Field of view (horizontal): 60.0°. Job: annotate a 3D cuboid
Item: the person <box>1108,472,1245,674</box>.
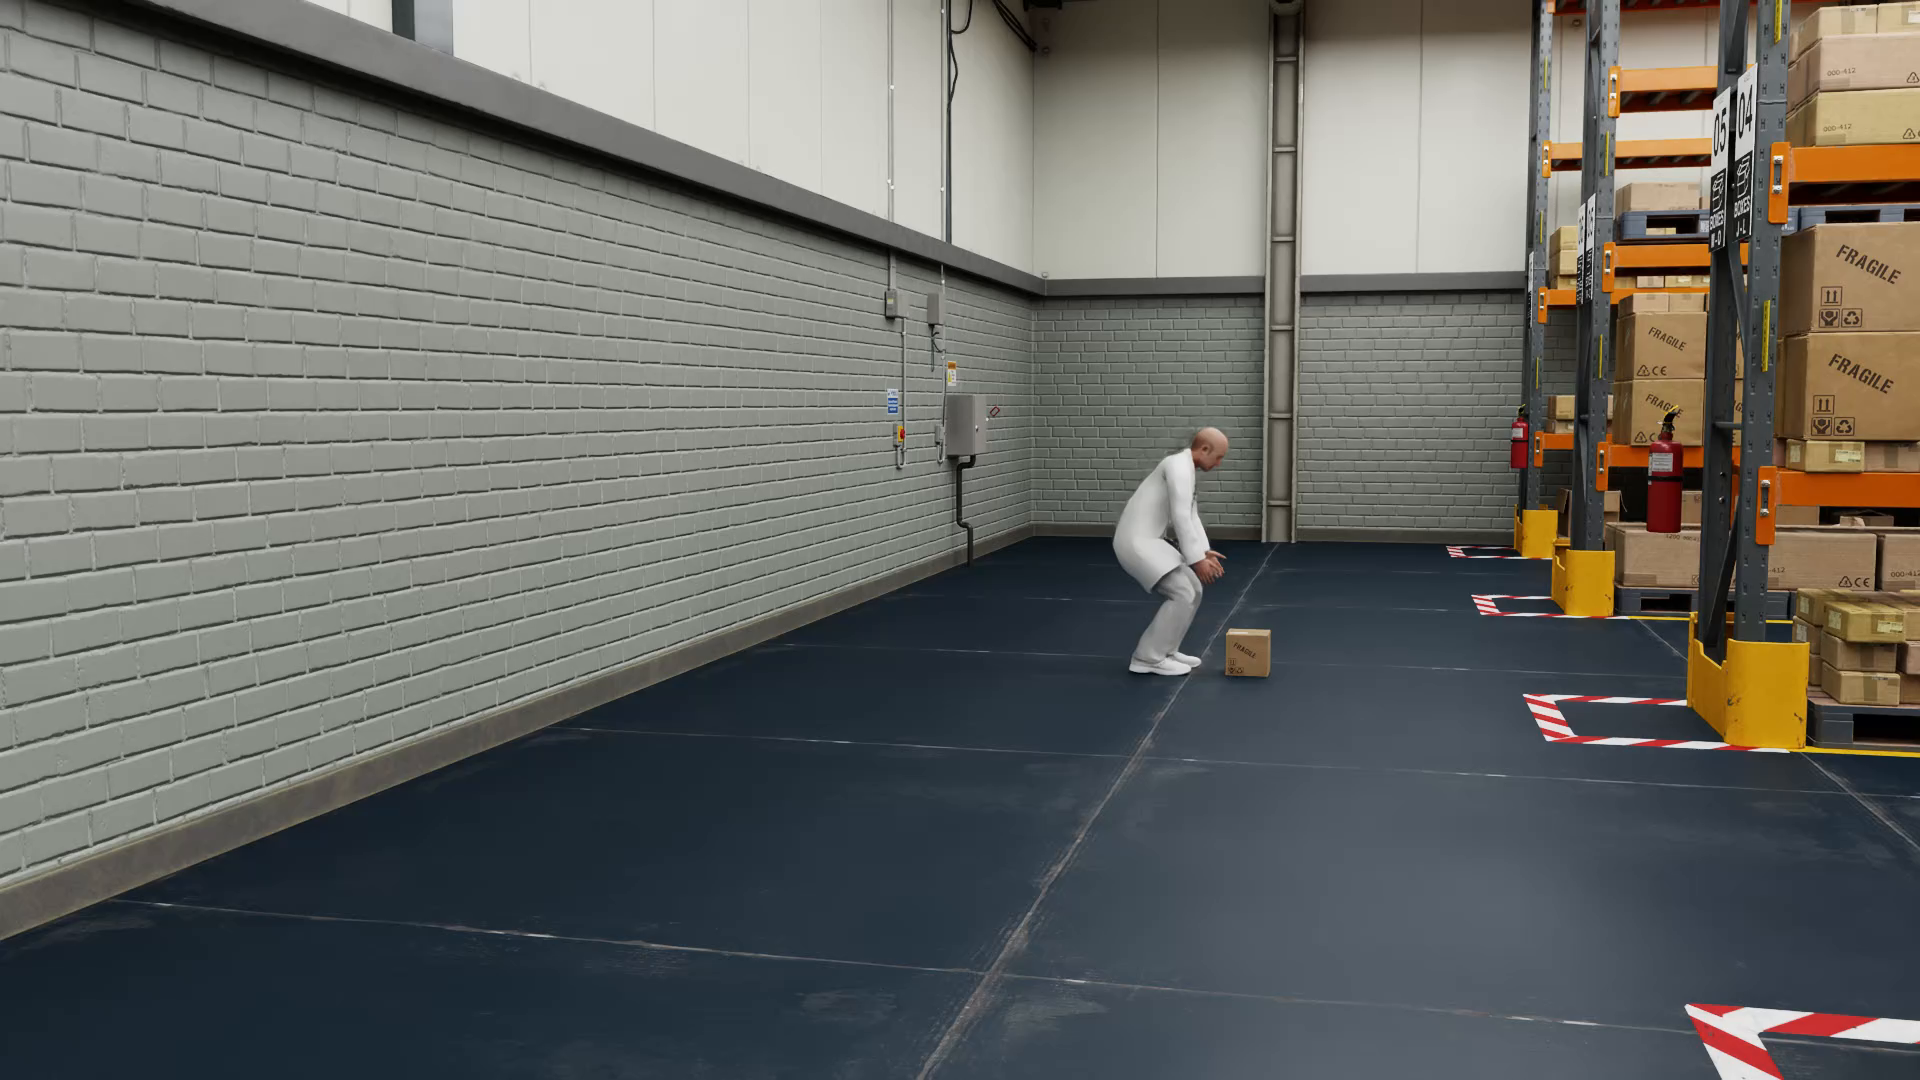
[{"bbox_3d":[1.313,0.194,10.100,0.816,1.207,0.629,1,5,14],"label":"person"}]
